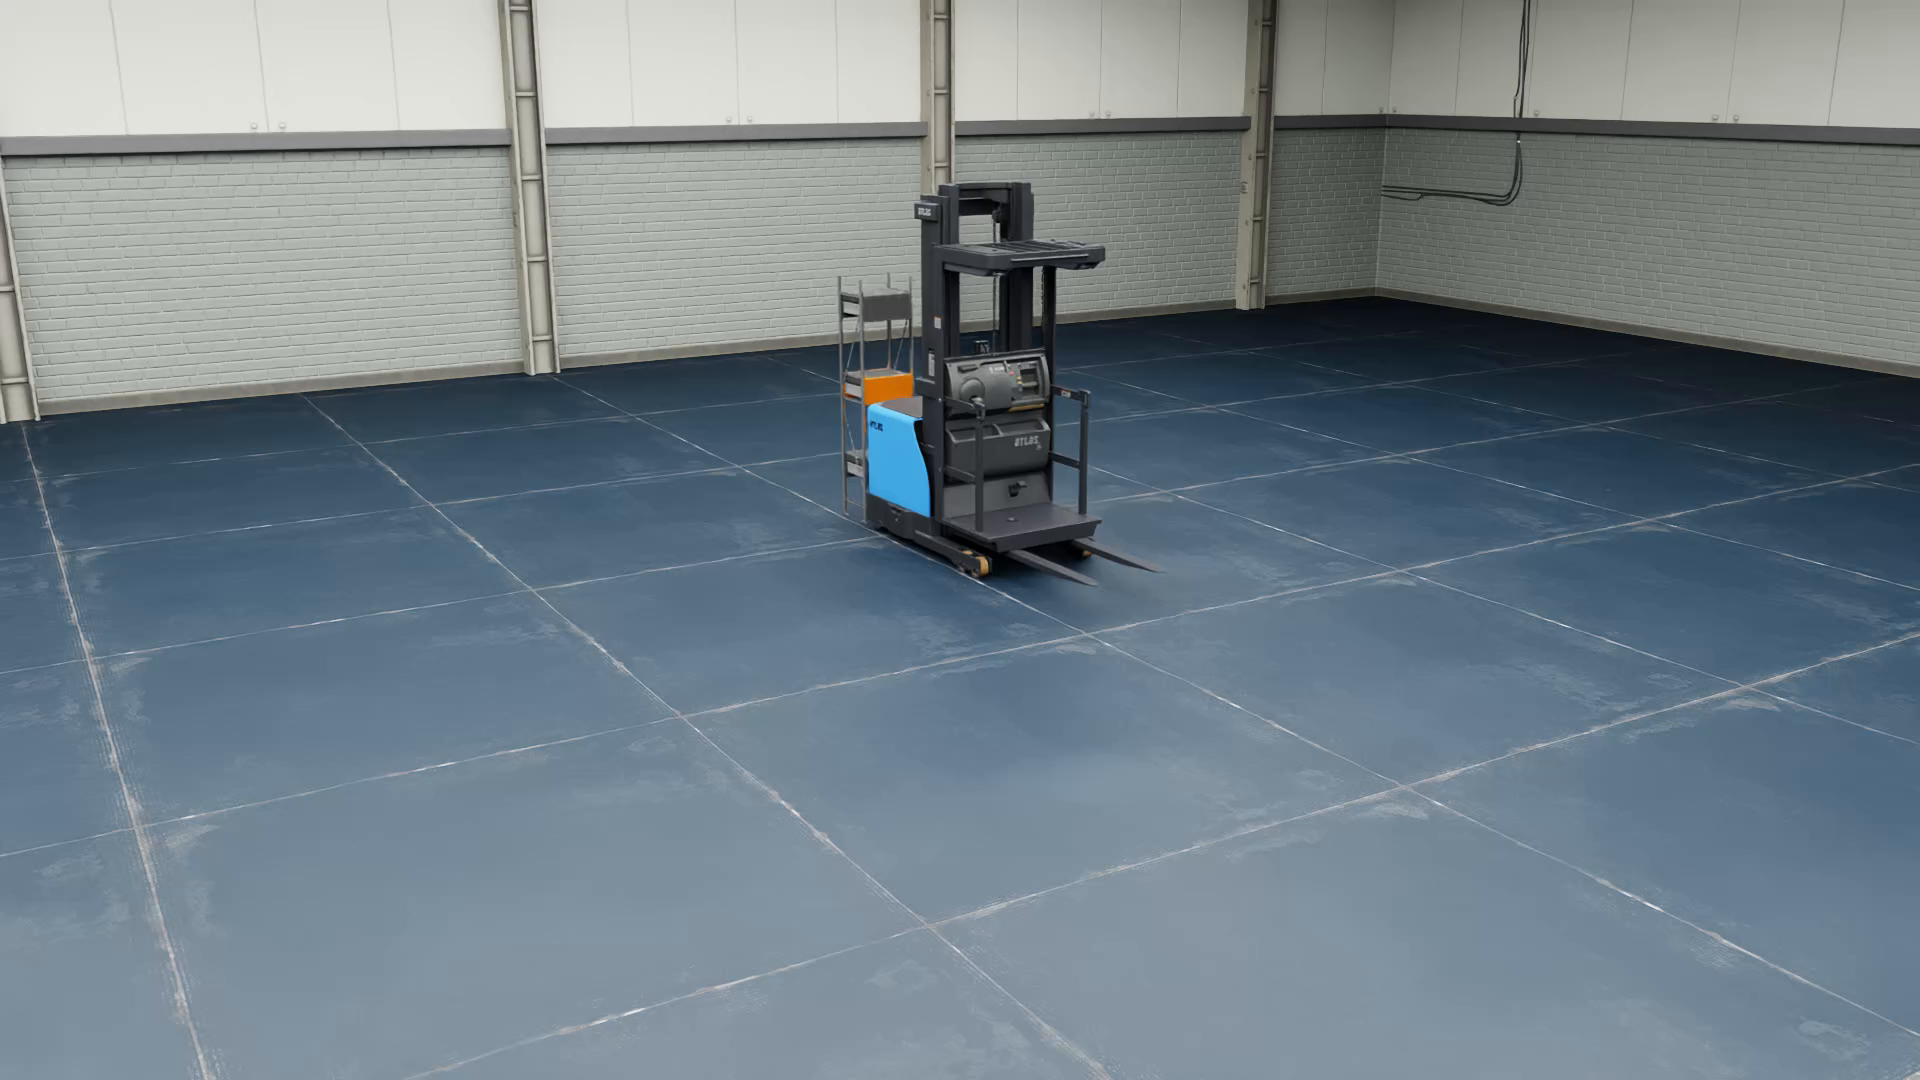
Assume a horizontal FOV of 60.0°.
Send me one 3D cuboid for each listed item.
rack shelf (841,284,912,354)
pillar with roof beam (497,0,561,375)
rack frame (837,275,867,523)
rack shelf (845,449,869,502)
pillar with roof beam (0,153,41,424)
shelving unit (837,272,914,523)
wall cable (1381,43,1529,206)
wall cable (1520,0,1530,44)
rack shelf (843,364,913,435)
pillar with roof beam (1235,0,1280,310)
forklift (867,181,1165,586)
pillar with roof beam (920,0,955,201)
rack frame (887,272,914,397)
[{"bbox_3d":[-0.723,-1.900,14.243,0.480,0.518,0.431,-10,18,-32],"label":"rack shelf"},{"bbox_3d":[-3.245,-5.531,16.970,0.400,9.000,9.100,-9,18,-30],"label":"pillar with roof beam"},{"bbox_3d":[-0.924,-1.201,14.294,0.015,2.100,0.400,-10,18,-32],"label":"rack frame"},{"bbox_3d":[-0.715,-0.548,14.607,0.480,0.518,0.431,-10,18,-32],"label":"rack shelf"},{"bbox_3d":[-8.388,-4.697,13.995,0.400,9.000,9.100,-9,18,-30],"label":"pillar with roof beam"},{"bbox_3d":[-0.719,-1.237,14.422,0.503,2.100,0.431,-10,18,-32],"label":"shelving unit"},{"bbox_3d":[8.030,-6.804,27.263,0.112,2.526,3.097,-9,18,-30],"label":"wall cable"},{"bbox_3d":[9.423,-8.610,24.348,0.112,2.526,3.097,-9,18,-30],"label":"wall cable"},{"bbox_3d":[-0.719,-1.224,14.425,0.480,0.518,0.431,-10,18,-32],"label":"rack shelf"},{"bbox_3d":[7.041,-7.199,22.921,0.400,9.000,9.100,-9,18,-30],"label":"pillar with roof beam"},{"bbox_3d":[0.421,-1.264,12.990,1.130,2.935,3.031,-10,18,-31],"label":"forklift"},{"bbox_3d":[1.898,-6.365,19.946,0.400,9.000,9.100,-9,18,-30],"label":"pillar with roof beam"},{"bbox_3d":[-0.514,-1.273,14.549,0.015,2.100,0.400,-10,18,-32],"label":"rack frame"}]
